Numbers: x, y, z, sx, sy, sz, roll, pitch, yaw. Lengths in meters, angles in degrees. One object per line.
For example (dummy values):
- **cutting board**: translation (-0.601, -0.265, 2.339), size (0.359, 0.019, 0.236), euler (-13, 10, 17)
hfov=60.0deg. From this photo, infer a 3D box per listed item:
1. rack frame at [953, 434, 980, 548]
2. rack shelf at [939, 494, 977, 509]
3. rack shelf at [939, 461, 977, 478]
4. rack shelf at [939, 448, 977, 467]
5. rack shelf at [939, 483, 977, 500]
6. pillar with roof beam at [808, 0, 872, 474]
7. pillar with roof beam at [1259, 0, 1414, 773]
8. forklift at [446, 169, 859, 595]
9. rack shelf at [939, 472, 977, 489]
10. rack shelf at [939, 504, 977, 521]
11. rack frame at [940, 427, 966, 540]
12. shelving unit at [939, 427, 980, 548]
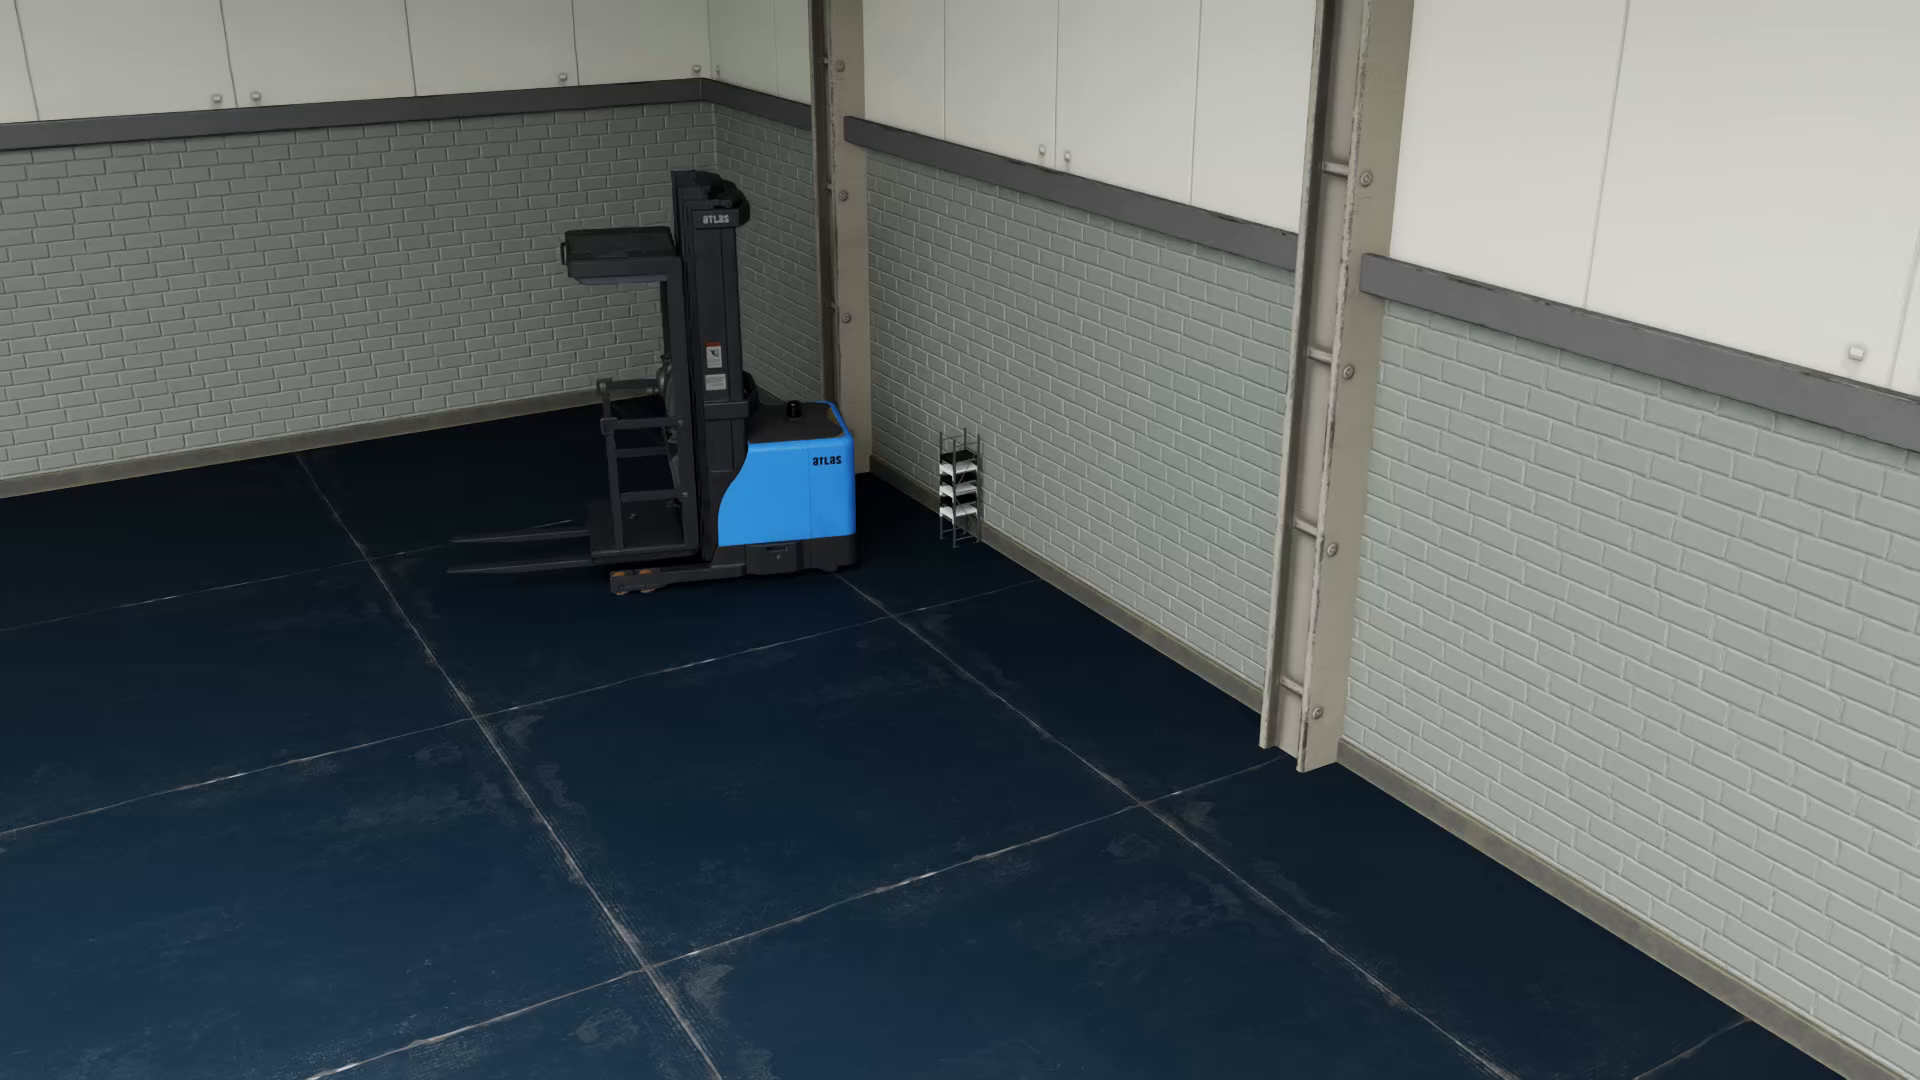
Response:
- **rack frame**: translation (0.051, -0.379, 13.017), size (0.240, 0.900, 0.006), euler (-13, 25, -29)
- **rack shelf**: translation (-0.002, -0.298, 13.144), size (0.258, 0.077, 0.200), euler (-13, 25, -29)
- **rack shelf**: translation (-0.002, -0.548, 13.042), size (0.258, 0.077, 0.200), euler (-13, 25, -29)
- **rack shelf**: translation (-0.002, -0.631, 13.008), size (0.258, 0.077, 0.200), euler (-13, 25, -29)
- **rack shelf**: translation (-0.002, -0.381, 13.110), size (0.258, 0.077, 0.200), euler (-13, 25, -29)
- **pillar with roof beam**: translation (-4.705, -3.993, 11.151), size (9.100, 9.000, 0.400), euler (-13, 25, -28)
- **pillar with roof beam**: translation (-1.640, -2.050, 6.372), size (9.100, 9.000, 0.400), euler (-13, 25, -28)
- **forklift**: translation (-2.346, -1.171, 12.266), size (3.031, 2.935, 1.130), euler (-5, 23, -12)
- **rack shelf**: translation (-0.002, -0.465, 13.076), size (0.258, 0.077, 0.200), euler (-13, 25, -29)
- **rack shelf**: translation (-0.002, -0.214, 13.178), size (0.258, 0.077, 0.200), euler (-13, 25, -29)
- **rack frame**: translation (-0.055, -0.445, 13.178), size (0.240, 0.900, 0.006), euler (-13, 25, -29)
- **shelving unit**: translation (-0.002, -0.412, 13.097), size (0.258, 0.900, 0.210), euler (-13, 25, -29)
